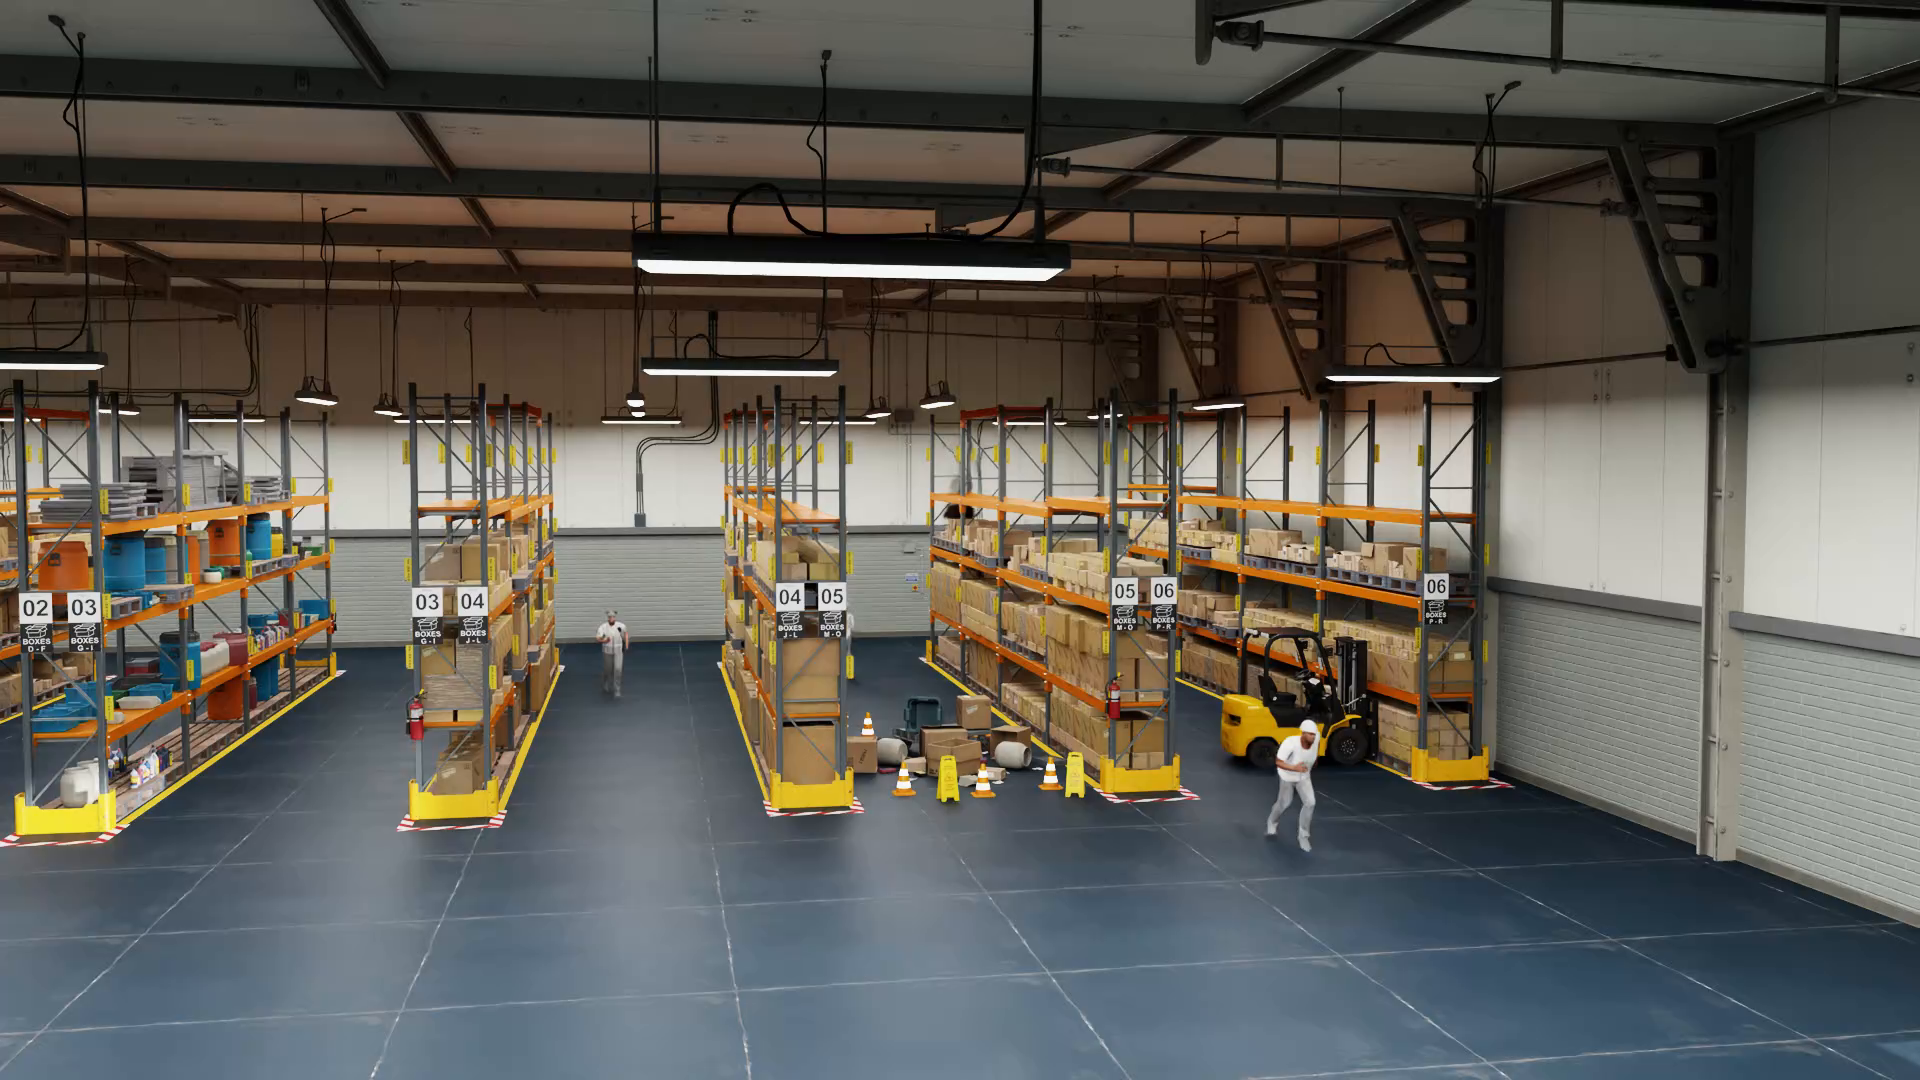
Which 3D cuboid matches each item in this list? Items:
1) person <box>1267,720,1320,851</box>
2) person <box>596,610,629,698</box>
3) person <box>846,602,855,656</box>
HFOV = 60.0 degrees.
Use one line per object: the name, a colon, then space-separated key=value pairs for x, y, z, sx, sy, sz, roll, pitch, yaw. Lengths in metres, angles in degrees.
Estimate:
person: x=4.296 y=3.115 z=21.387 sx=0.747 sy=1.710 sz=1.032 roll=-1 pitch=3 yaw=-23
person: x=-7.266 y=2.355 z=34.779 sx=0.670 sy=1.823 sz=0.946 roll=-1 pitch=3 yaw=-15
person: x=-2.643 y=2.249 z=37.805 sx=0.553 sy=1.735 sz=0.800 roll=-1 pitch=3 yaw=-19
